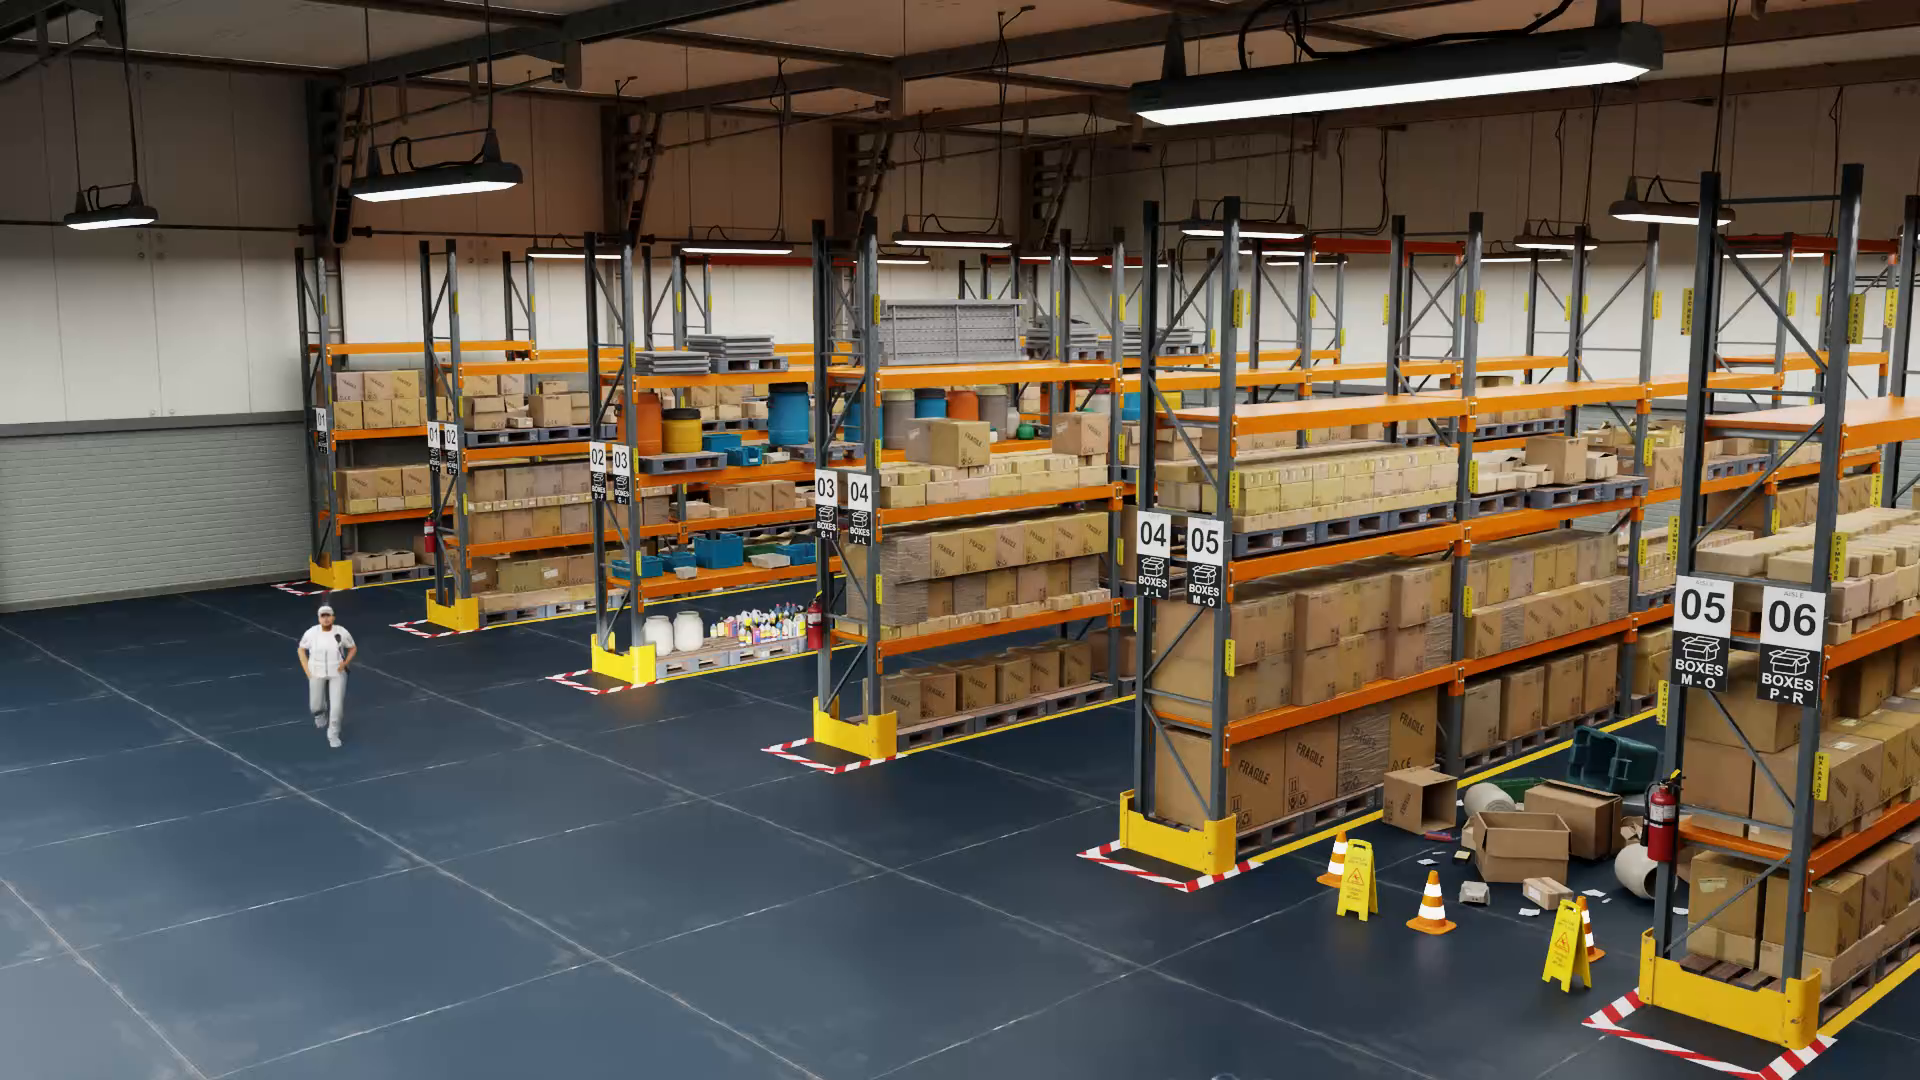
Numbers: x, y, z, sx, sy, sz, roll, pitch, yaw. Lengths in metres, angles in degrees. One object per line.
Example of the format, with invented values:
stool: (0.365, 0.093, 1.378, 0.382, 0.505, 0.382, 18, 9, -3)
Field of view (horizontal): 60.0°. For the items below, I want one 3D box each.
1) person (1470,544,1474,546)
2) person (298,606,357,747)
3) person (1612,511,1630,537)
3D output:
person: (7.237, 0.887, 23.613, 0.585, 1.695, 0.705, 8, 12, 44)
person: (-7.322, 1.562, 19.288, 0.645, 1.632, 0.549, -2, 9, -16)
person: (11.295, 0.272, 28.294, 0.568, 1.540, 0.593, 5, 10, 29)
